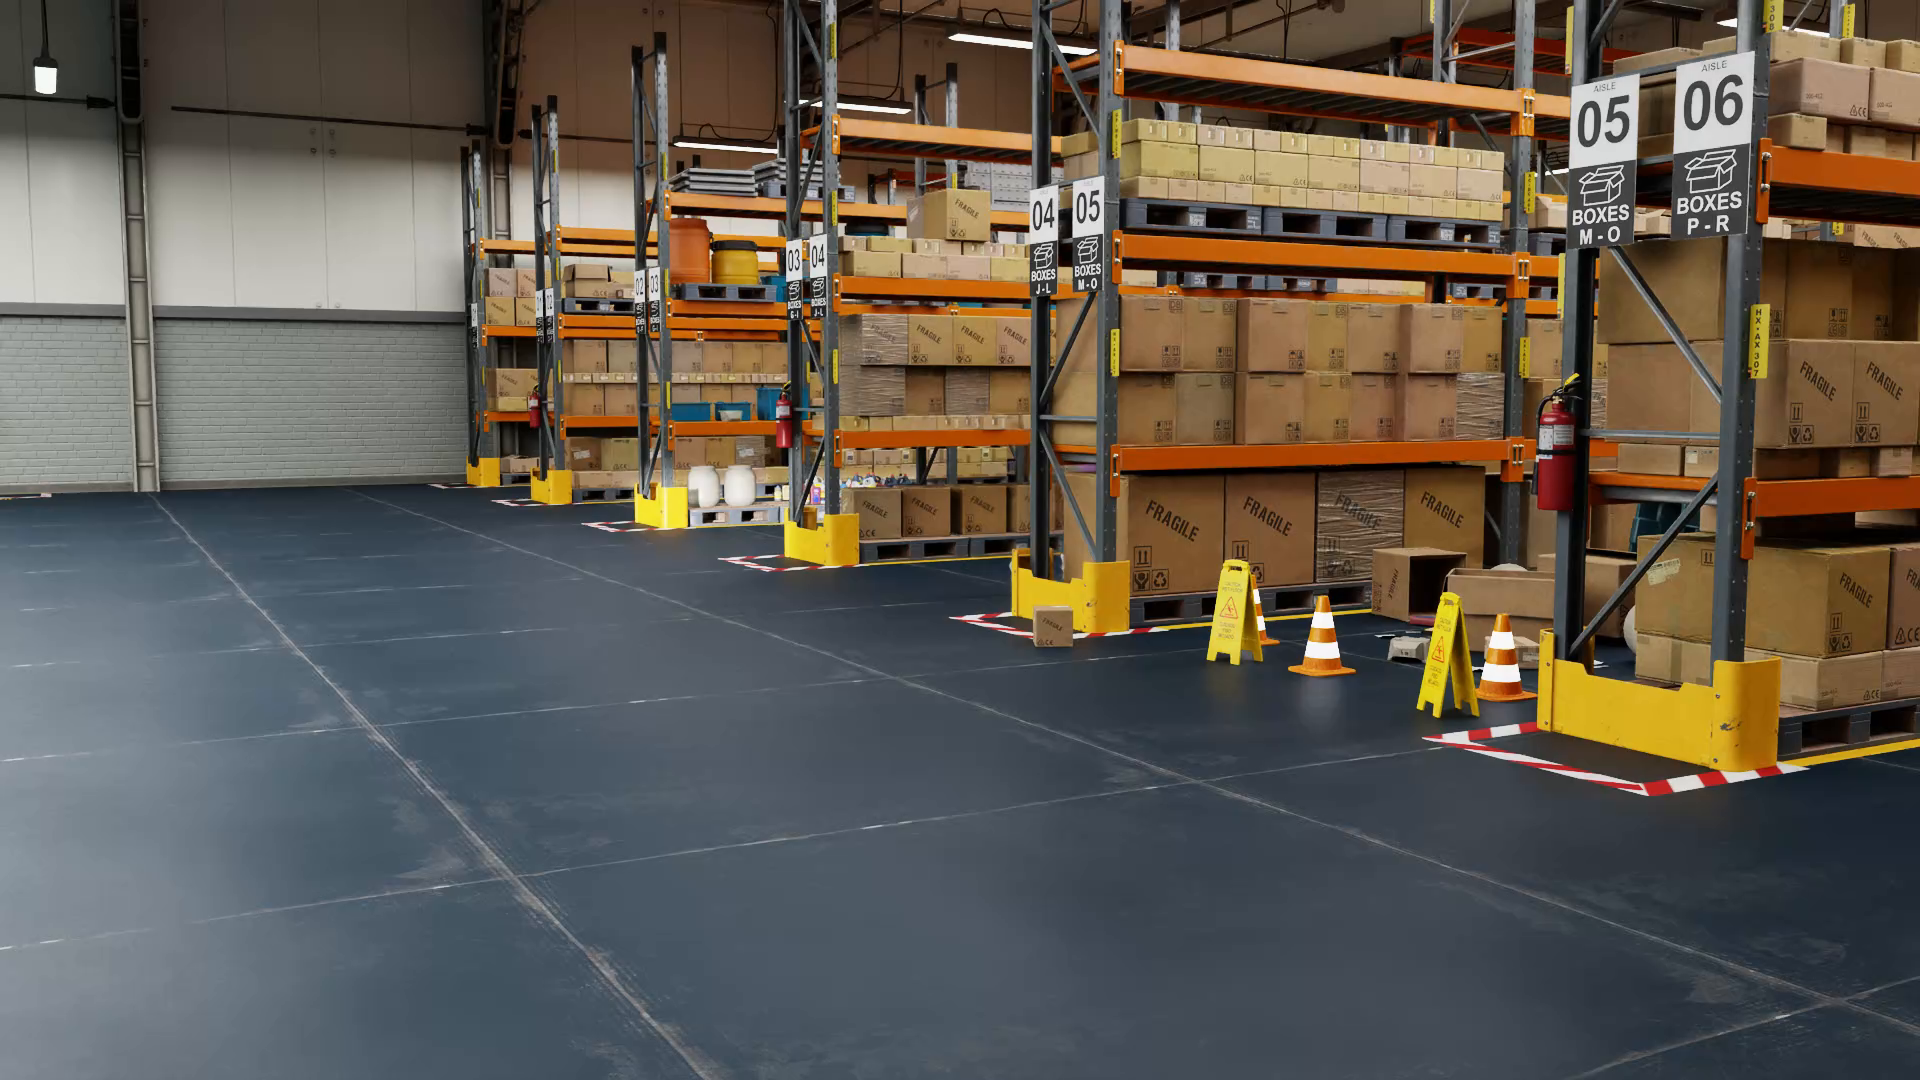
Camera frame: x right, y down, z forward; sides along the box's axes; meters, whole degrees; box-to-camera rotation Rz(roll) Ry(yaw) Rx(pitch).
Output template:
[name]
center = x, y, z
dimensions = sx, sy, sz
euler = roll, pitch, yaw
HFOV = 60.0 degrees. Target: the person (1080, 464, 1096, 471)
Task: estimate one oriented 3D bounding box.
[person]
center = 1.170, -0.391, 14.320
dimensions = 0.647, 1.580, 0.422
euler = -3, 6, -33
